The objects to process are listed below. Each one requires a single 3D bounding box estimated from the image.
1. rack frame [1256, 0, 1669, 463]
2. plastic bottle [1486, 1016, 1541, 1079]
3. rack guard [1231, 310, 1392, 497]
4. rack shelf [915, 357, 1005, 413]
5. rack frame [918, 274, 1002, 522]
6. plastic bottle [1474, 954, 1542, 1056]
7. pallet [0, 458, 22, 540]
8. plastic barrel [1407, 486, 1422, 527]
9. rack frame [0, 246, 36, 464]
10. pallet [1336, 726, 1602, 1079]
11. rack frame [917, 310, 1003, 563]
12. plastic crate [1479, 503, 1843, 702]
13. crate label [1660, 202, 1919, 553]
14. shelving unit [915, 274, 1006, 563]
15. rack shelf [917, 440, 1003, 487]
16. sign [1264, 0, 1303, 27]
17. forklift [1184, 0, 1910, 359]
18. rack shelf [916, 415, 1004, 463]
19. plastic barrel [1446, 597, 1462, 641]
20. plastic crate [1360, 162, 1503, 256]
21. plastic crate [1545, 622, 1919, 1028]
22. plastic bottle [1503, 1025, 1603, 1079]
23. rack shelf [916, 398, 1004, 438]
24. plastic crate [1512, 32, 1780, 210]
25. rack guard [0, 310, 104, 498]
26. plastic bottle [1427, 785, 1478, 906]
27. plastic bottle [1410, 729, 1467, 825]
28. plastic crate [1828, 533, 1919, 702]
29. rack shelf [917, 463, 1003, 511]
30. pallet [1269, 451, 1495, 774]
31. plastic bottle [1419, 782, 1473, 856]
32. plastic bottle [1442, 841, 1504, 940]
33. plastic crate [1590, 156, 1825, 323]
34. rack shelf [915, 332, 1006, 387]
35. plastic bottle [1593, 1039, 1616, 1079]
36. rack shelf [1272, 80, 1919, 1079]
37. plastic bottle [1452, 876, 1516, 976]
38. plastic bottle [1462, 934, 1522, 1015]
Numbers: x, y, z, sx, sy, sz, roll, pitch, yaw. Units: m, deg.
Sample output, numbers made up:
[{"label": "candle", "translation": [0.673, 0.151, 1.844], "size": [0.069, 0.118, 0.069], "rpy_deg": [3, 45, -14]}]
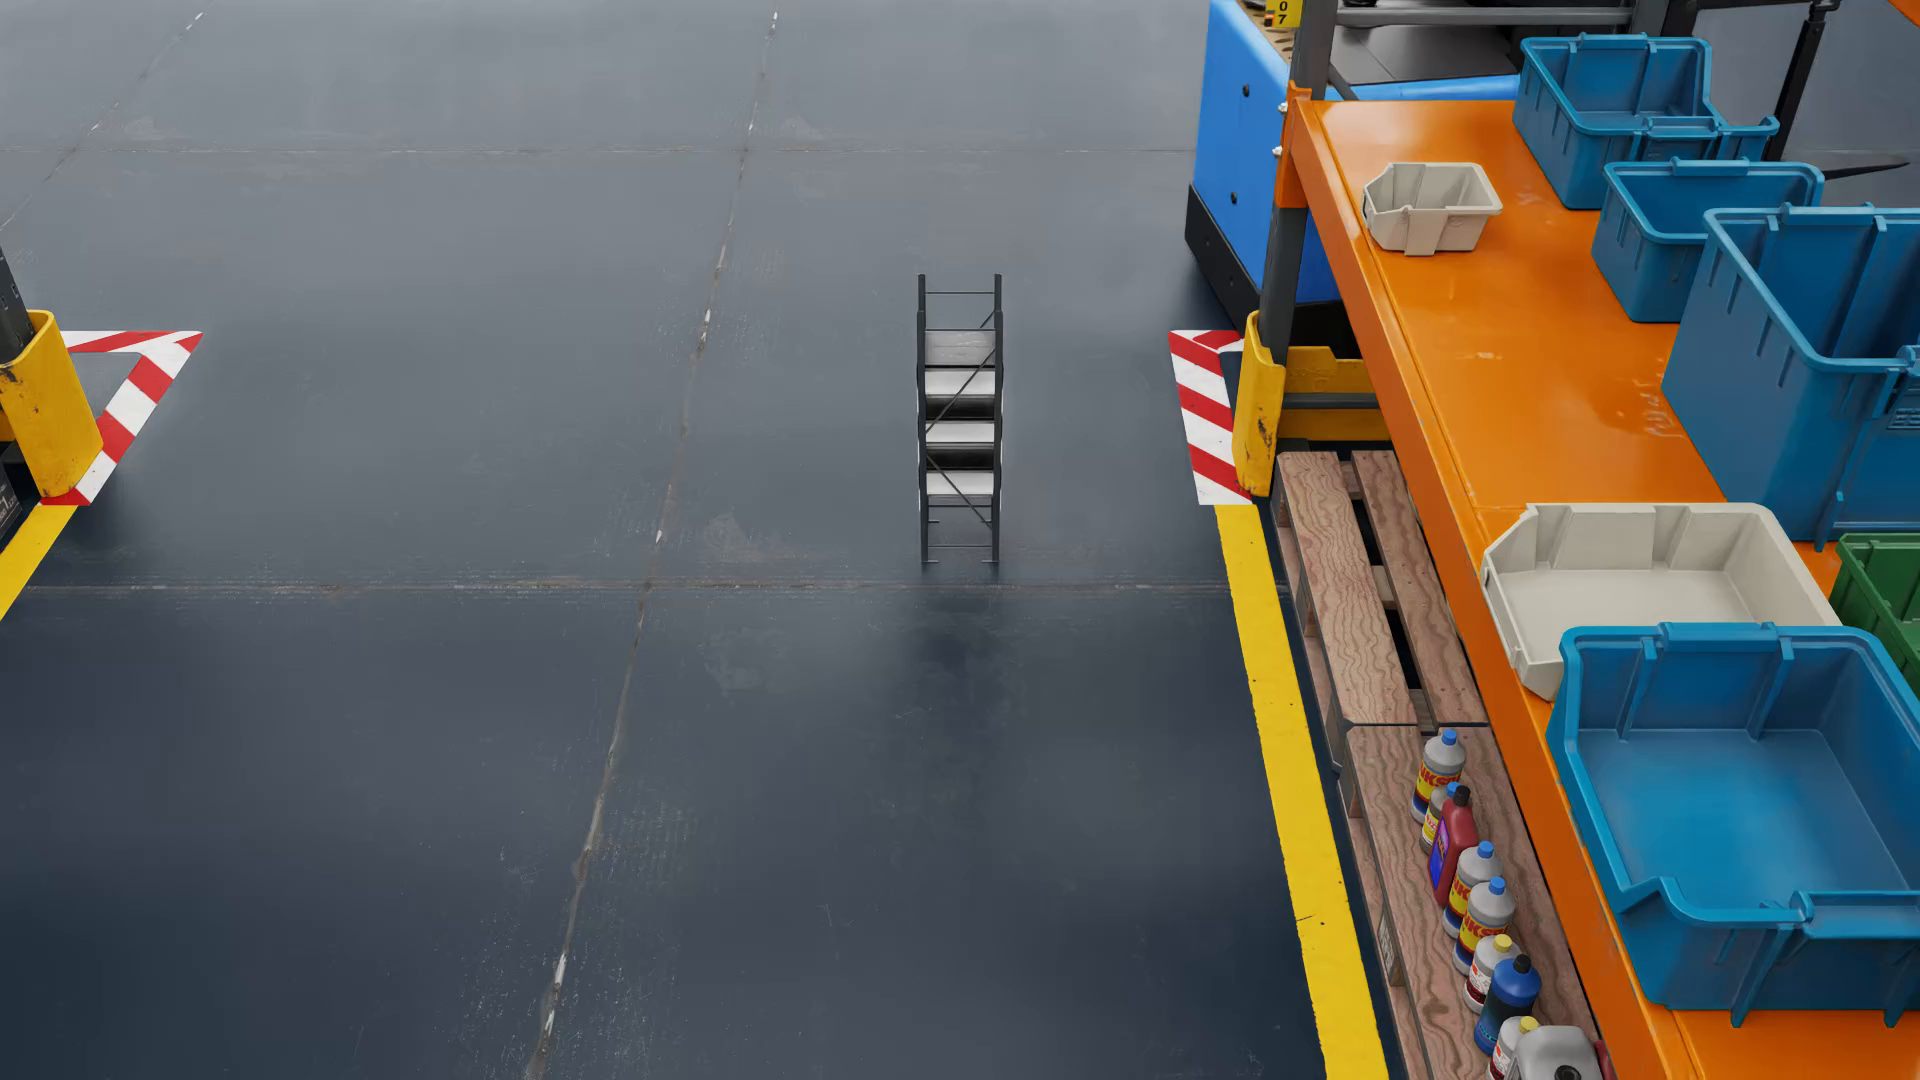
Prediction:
[{"label": "rack frame", "translation": [1.459, -1.467, 4.682], "size": [1.000, 3.000, 0.127], "rpy_deg": [0, 39, 0]}, {"label": "plastic bottle", "translation": [1.151, 1.055, 3.421], "size": [0.097, 0.201, 0.097], "rpy_deg": [0, 39, 0]}, {"label": "rack guard", "translation": [1.506, -0.444, 5.405], "size": [1.175, 0.500, 0.348], "rpy_deg": [0, 39, 0]}, {"label": "rack shelf", "translation": [0.000, -0.461, 4.871], "size": [0.258, 0.077, 0.200], "rpy_deg": [0, 39, 0]}, {"label": "rack frame", "translation": [0.000, -0.410, 5.042], "size": [0.240, 0.900, 0.006], "rpy_deg": [0, 39, 0]}, {"label": "plastic bottle", "translation": [1.150, 0.963, 3.479], "size": [0.097, 0.271, 0.097], "rpy_deg": [0, 39, 0]}, {"label": "pallet", "translation": [-3.528, 0.180, 4.856], "size": [1.003, 0.211, 1.213], "rpy_deg": [0, 39, 0]}, {"label": "plastic barrel", "translation": [1.536, -0.249, 4.815], "size": [0.421, 0.512, 0.421], "rpy_deg": [0, 39, 0]}, {"label": "rack frame", "translation": [-3.494, -1.464, 4.678], "size": [1.000, 3.000, 0.127], "rpy_deg": [0, 39, 0]}, {"label": "pallet", "translation": [1.500, 0.938, 3.911], "size": [1.003, 0.211, 1.213], "rpy_deg": [0, 39, 0]}, {"label": "rack frame", "translation": [0.000, -0.282, 4.883], "size": [0.240, 0.900, 0.006], "rpy_deg": [0, 39, 0]}, {"label": "plastic crate", "translation": [1.209, 0.122, 2.910], "size": [0.530, 0.136, 0.437], "rpy_deg": [0, 39, 0]}, {"label": "crate label", "translation": [1.732, -0.330, 3.235], "size": [0.502, 0.435, 0.616], "rpy_deg": [0, 39, 0]}, {"label": "shelving unit", "translation": [0.000, -0.346, 4.962], "size": [0.258, 0.900, 0.210], "rpy_deg": [0, 39, 0]}, {"label": "rack shelf", "translation": [0.000, -0.250, 5.039], "size": [0.258, 0.077, 0.200], "rpy_deg": [0, 39, 0]}, {"label": "sign", "translation": [0.909, -1.577, 4.598], "size": [0.100, 0.325, 0.005], "rpy_deg": [0, 39, 0]}, {"label": "forklift", "translation": [2.462, -2.187, 5.635], "size": [3.031, 2.935, 1.130], "rpy_deg": [-6, 39, -8]}, {"label": "rack shelf", "translation": [0.000, -0.320, 4.983], "size": [0.258, 0.077, 0.200], "rpy_deg": [0, 39, 0]}, {"label": "plastic barrel", "translation": [1.537, 0.065, 4.424], "size": [0.421, 0.512, 0.421], "rpy_deg": [0, 39, 0]}, {"label": "plastic crate", "translation": [1.138, -0.804, 4.066], "size": [0.298, 0.136, 0.250], "rpy_deg": [0, 39, 0]}, {"label": "plastic crate", "translation": [1.191, 0.400, 2.471], "size": [0.499, 0.251, 0.616], "rpy_deg": [0, 39, 0]}, {"label": "plastic bottle", "translation": [1.178, 1.099, 3.306], "size": [0.152, 0.276, 0.135], "rpy_deg": [1, 39, 1]}, {"label": "rack shelf", "translation": [0.000, -0.390, 4.927], "size": [0.258, 0.077, 0.200], "rpy_deg": [0, 39, 0]}, {"label": "plastic crate", "translation": [1.759, -1.096, 4.338], "size": [0.499, 0.251, 0.616], "rpy_deg": [0, 39, 0]}, {"label": "rack guard", "translation": [-3.494, -0.441, 5.400], "size": [1.175, 0.500, 0.348], "rpy_deg": [0, 39, 0]}, {"label": "plastic bottle", "translation": [1.132, 0.697, 3.802], "size": [0.061, 0.283, 0.133], "rpy_deg": [1, 39, 1]}, {"label": "plastic bottle", "translation": [1.150, 0.560, 3.983], "size": [0.097, 0.271, 0.097], "rpy_deg": [0, 39, 0]}, {"label": "plastic crate", "translation": [1.745, 0.268, 2.687], "size": [0.450, 0.188, 0.662], "rpy_deg": [0, 39, 0]}, {"label": "rack shelf", "translation": [0.000, -0.180, 5.096], "size": [0.258, 0.077, 0.200], "rpy_deg": [0, 39, 0]}, {"label": "pallet", "translation": [1.502, 0.177, 4.861], "size": [1.003, 0.211, 1.213], "rpy_deg": [0, 39, 0]}, {"label": "plastic bottle", "translation": [1.150, 0.652, 3.924], "size": [0.097, 0.201, 0.097], "rpy_deg": [0, 39, 0]}, {"label": "plastic bottle", "translation": [1.150, 0.774, 3.715], "size": [0.097, 0.271, 0.097], "rpy_deg": [0, 39, 0]}, {"label": "plastic crate", "translation": [1.754, -0.690, 3.832], "size": [0.499, 0.251, 0.408], "rpy_deg": [0, 39, 0]}, {"label": "rack shelf", "translation": [0.000, -0.531, 4.814], "size": [0.258, 0.077, 0.200], "rpy_deg": [0, 39, 0]}, {"label": "plastic bottle", "translation": [1.285, 1.096, 3.304], "size": [0.061, 0.283, 0.133], "rpy_deg": [0, 39, 0]}, {"label": "rack shelf", "translation": [1.462, 0.064, 3.346], "size": [1.077, 0.370, 4.000], "rpy_deg": [0, 39, 0]}, {"label": "plastic bottle", "translation": [1.150, 0.837, 3.637], "size": [0.097, 0.271, 0.097], "rpy_deg": [0, 39, 0]}, {"label": "plastic bottle", "translation": [1.150, 0.926, 3.582], "size": [0.097, 0.201, 0.097], "rpy_deg": [0, 39, 0]}]
